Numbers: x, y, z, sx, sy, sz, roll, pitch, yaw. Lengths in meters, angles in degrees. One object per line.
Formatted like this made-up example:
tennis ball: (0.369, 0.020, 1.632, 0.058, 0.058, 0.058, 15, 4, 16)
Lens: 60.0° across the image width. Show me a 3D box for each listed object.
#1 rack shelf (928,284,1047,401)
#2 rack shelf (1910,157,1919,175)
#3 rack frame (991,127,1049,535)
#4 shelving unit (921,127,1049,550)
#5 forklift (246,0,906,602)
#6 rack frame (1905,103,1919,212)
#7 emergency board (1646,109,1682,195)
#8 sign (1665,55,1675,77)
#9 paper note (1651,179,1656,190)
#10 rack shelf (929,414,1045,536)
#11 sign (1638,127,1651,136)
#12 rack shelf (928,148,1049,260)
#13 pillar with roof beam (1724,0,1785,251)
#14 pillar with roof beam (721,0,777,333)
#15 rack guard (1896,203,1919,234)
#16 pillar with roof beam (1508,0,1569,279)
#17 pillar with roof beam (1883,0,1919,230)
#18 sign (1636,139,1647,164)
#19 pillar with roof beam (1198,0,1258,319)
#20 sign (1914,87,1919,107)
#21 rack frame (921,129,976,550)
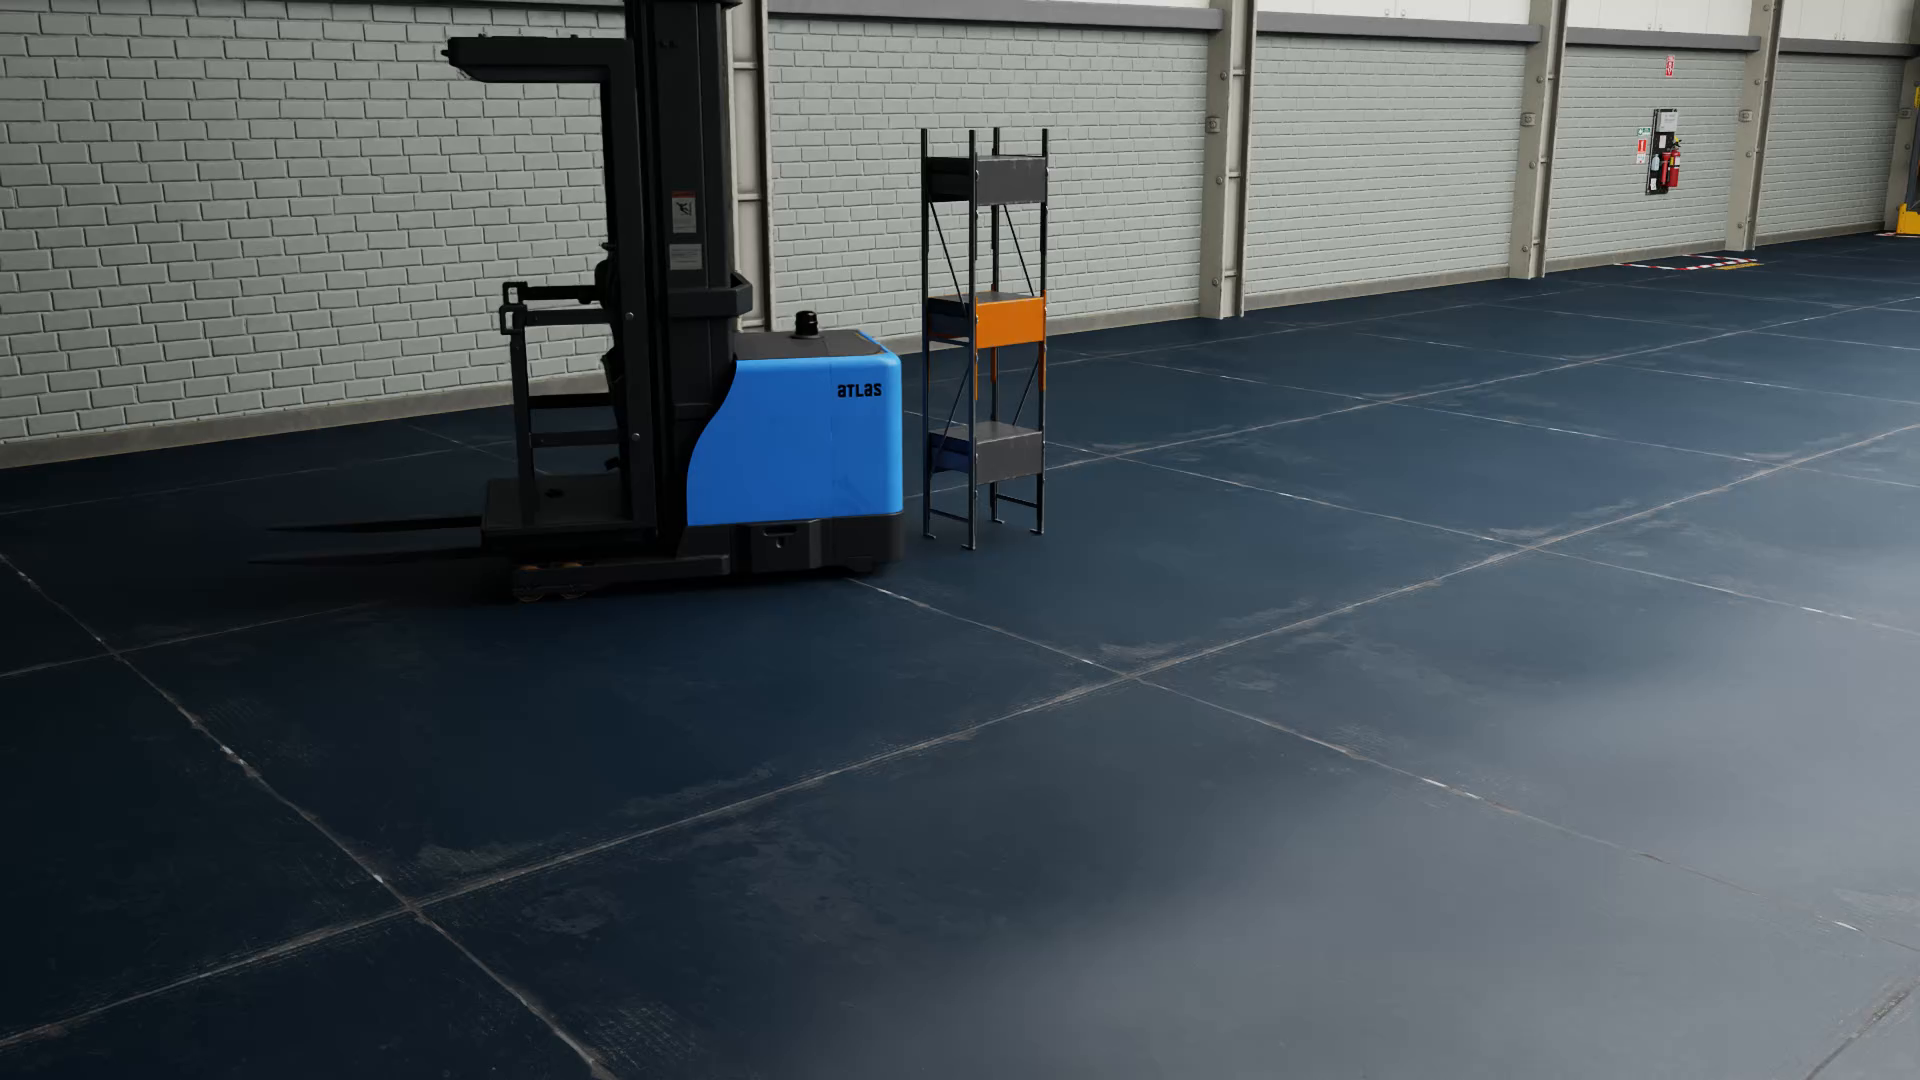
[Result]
rack shelf: (0.125, -1.029, 8.587, 0.480, 0.518, 0.431, -13, 19, -39)
rack shelf: (17.892, -6.575, 28.947, 4.000, 0.370, 1.077, -13, 19, -39)
rack frame: (0.309, -1.084, 8.739, 0.015, 2.100, 0.400, -13, 19, -39)
shelving unit: (0.125, -1.042, 8.584, 0.503, 2.100, 0.431, -13, 19, -39)
forklift: (-1.841, -1.281, 7.865, 3.031, 2.935, 1.130, -4, 15, -14)
rack frame: (16.384, -6.584, 27.586, 0.127, 3.000, 1.000, -13, 19, -39)
emergency board: (9.928, -5.443, 23.315, 0.643, 1.169, 0.194, -13, 19, -39)
sign: (9.857, -6.581, 23.084, 0.199, 0.298, 0.001, -13, 19, -39)
paper note: (9.749, -5.001, 23.367, 0.142, 0.148, 0.016, -13, 19, -39)
rack shelf: (0.125, -0.353, 8.768, 0.480, 0.518, 0.431, -13, 19, -39)
sign: (9.453, -5.642, 22.963, 0.331, 0.109, 0.001, -13, 19, -39)
rack shelf: (0.125, -1.706, 8.407, 0.480, 0.518, 0.431, -13, 19, -39)
pillar with roof beam: (14.643, -7.915, 20.943, 0.400, 9.000, 9.100, -13, 19, -39)
pillar with roof beam: (1.065, -4.865, 9.527, 0.400, 9.000, 9.100, -13, 19, -39)
rack guard: (16.441, -5.389, 27.956, 0.348, 0.500, 1.175, -13, 19, -39)
pillar with roof beam: (10.117, -6.898, 17.138, 0.400, 9.000, 9.100, -13, 19, -39)
pillar with roof beam: (19.170, -8.931, 24.748, 0.400, 9.000, 9.100, -13, 19, -39)
sign: (9.443, -5.387, 23.035, 0.234, 0.329, 0.001, -13, 19, -39)
pillar with roof beam: (5.591, -5.882, 13.333, 0.400, 9.000, 9.100, -13, 19, -39)
sign: (16.034, -7.407, 27.813, 0.005, 0.325, 0.100, -13, 19, -39)
rack frame: (-0.059, -1.001, 8.429, 0.015, 2.100, 0.400, -13, 19, -39)
